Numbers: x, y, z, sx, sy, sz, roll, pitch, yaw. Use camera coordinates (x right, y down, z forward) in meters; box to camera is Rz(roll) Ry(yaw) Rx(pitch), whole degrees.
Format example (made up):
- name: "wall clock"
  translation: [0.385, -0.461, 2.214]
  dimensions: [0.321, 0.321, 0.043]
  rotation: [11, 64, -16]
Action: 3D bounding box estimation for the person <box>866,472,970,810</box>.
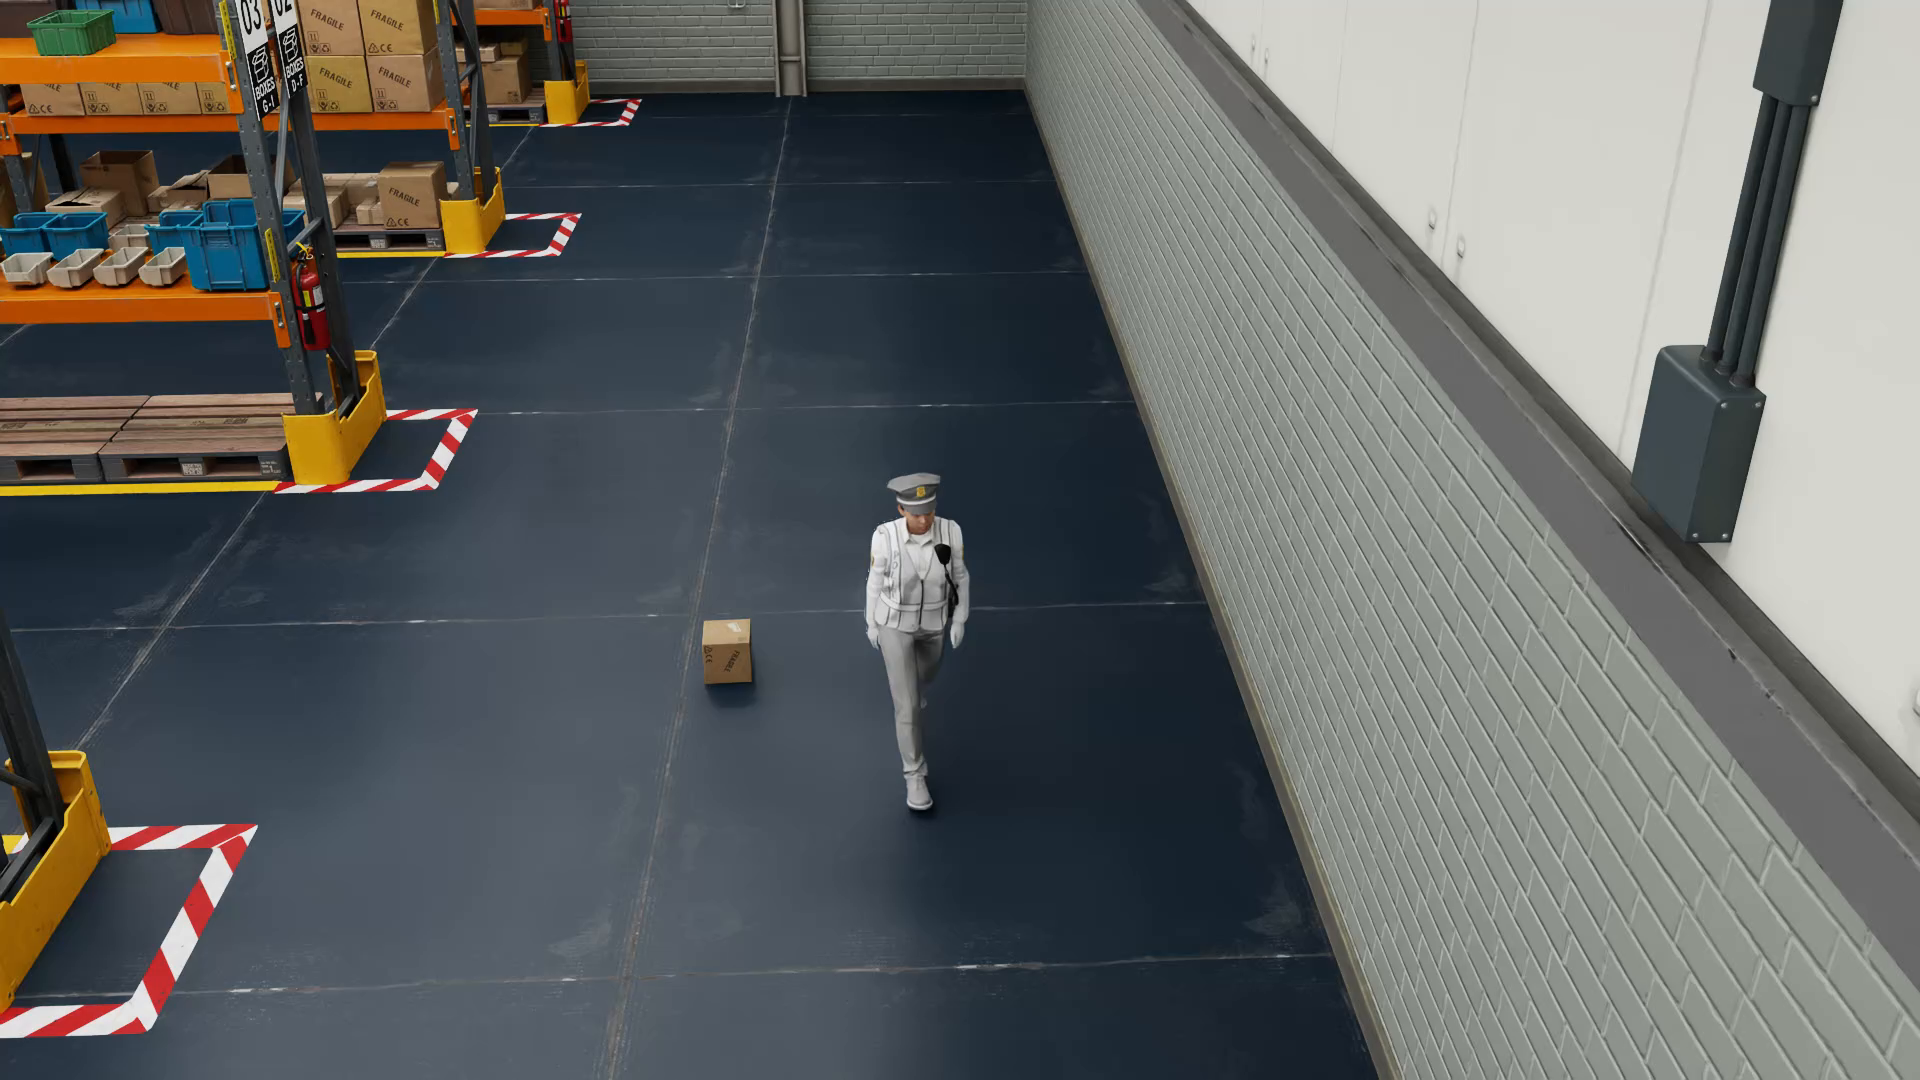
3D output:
- name: "person"
  translation: [-0.205, 0.358, 7.949]
  dimensions: [0.487, 1.612, 1.001]
  rotation: [-8, 29, -15]
